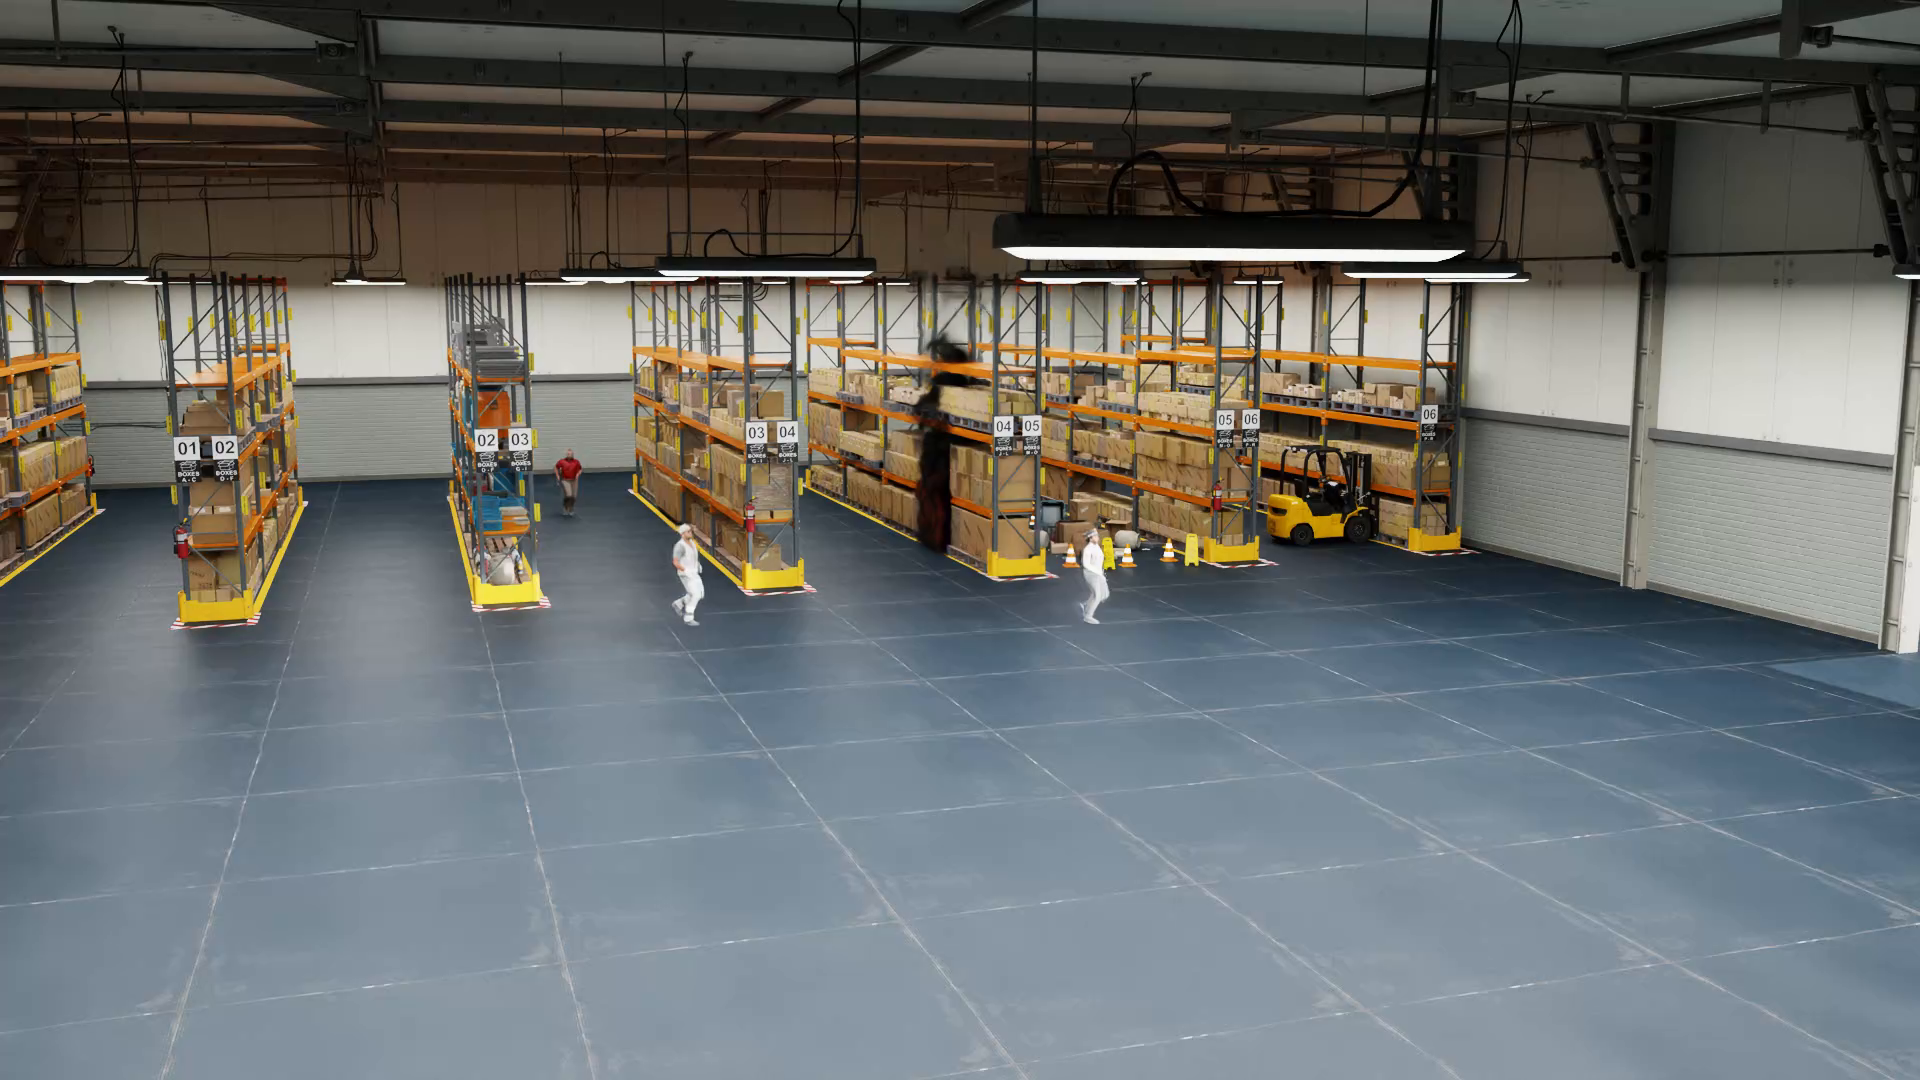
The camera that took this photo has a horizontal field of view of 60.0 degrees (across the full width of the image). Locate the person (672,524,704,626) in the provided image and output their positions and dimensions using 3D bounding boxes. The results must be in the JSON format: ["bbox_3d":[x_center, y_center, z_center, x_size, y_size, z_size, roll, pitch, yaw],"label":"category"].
[{"bbox_3d":[-4.688,0.590,28.438,0.564,1.749,0.653,3,9,17],"label":"person"}]

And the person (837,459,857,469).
[{"bbox_3d":[-3.391,-2.686,50.032,0.790,1.820,0.669,-2,9,-14],"label":"person"}]

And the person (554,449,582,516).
[{"bbox_3d":[-9.834,-1.441,41.943,0.637,1.688,0.741,-5,10,-30],"label":"person"}]

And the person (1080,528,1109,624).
[{"bbox_3d":[2.306,0.608,28.625,0.492,1.663,0.624,4,9,23],"label":"person"}]
